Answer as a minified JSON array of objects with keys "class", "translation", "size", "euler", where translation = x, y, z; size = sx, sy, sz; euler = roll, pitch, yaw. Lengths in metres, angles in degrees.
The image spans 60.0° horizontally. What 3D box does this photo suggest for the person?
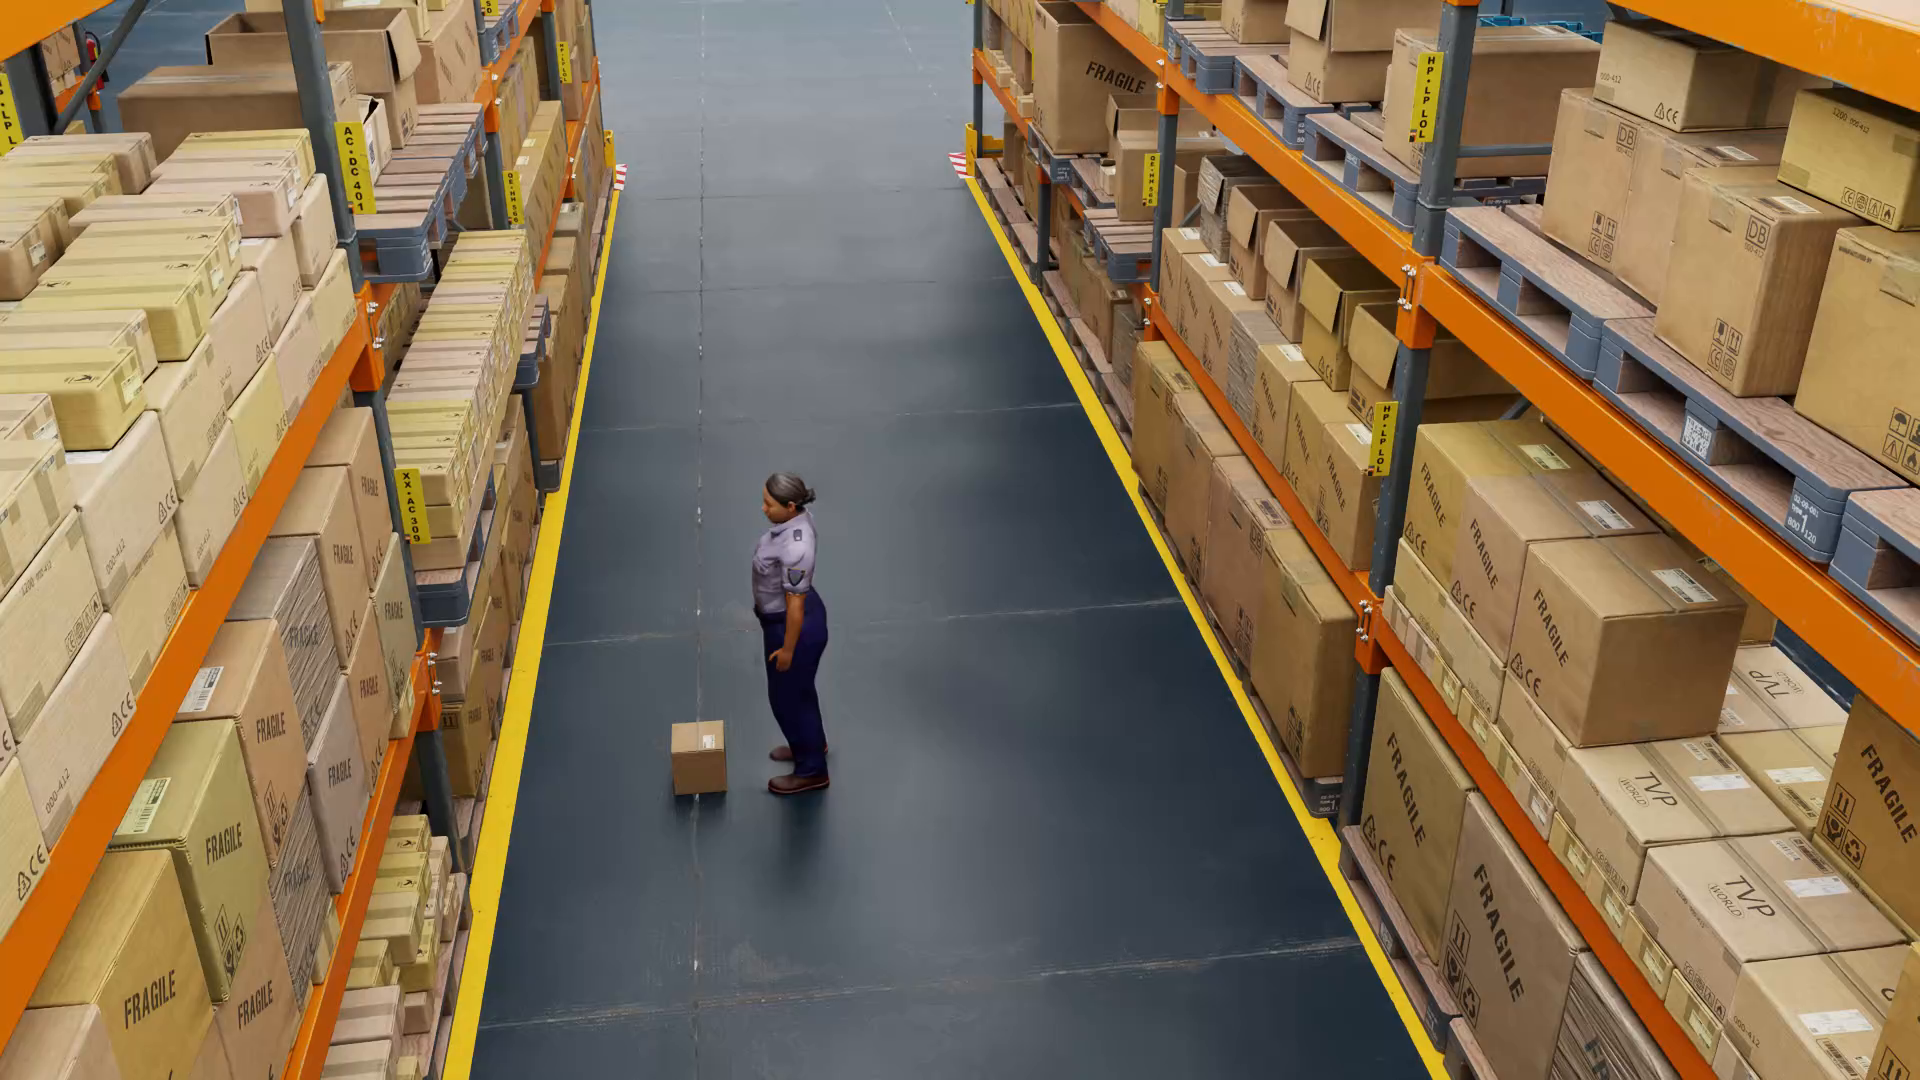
[{"class":"person","translation":[-0.793,0.430,7.824],"size":[0.341,1.656,0.470],"euler":[-3,27,-6]}]
